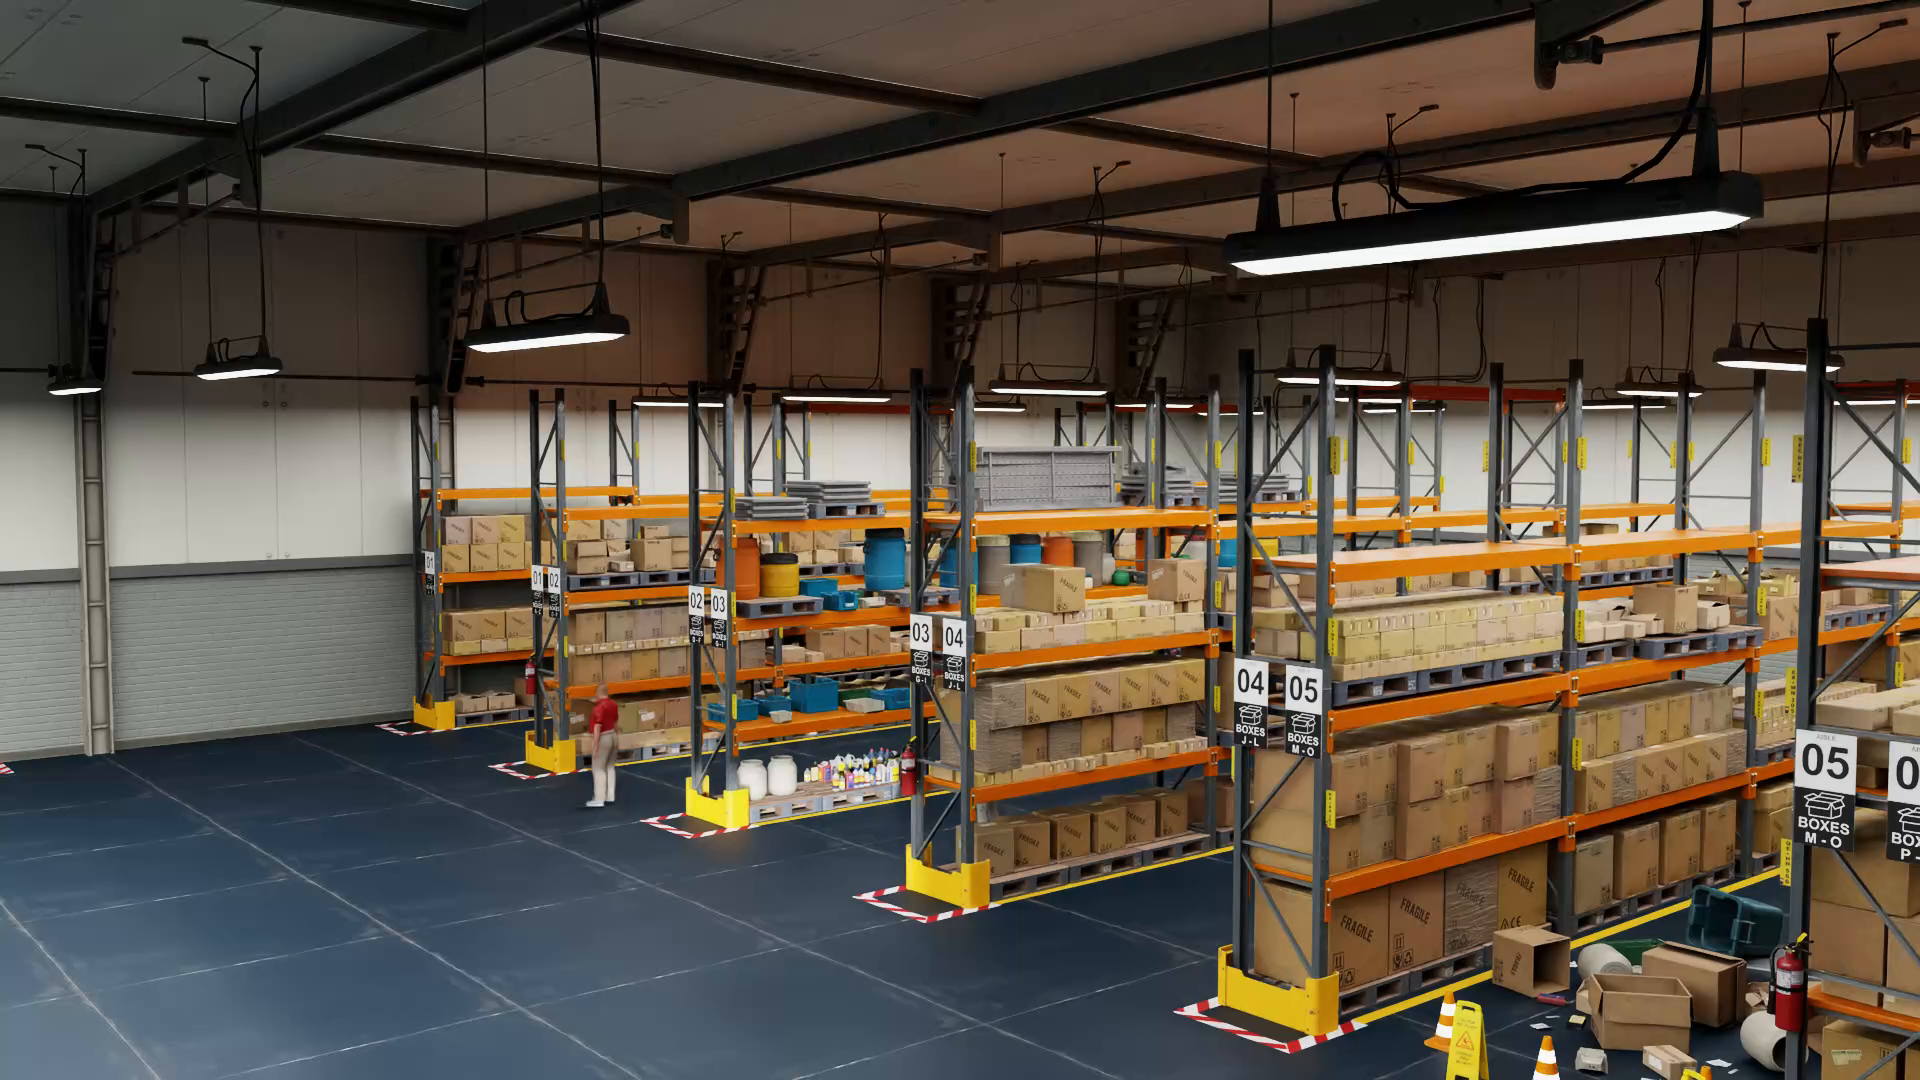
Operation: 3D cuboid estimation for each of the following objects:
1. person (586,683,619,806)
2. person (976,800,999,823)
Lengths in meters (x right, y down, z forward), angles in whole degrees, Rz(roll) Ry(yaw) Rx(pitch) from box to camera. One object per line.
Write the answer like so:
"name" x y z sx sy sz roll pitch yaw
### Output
"person" -5.103 2.898 23.647 0.442 1.731 0.577 1 4 16
"person" 0.314 3.066 21.126 0.380 1.698 0.514 3 4 37
